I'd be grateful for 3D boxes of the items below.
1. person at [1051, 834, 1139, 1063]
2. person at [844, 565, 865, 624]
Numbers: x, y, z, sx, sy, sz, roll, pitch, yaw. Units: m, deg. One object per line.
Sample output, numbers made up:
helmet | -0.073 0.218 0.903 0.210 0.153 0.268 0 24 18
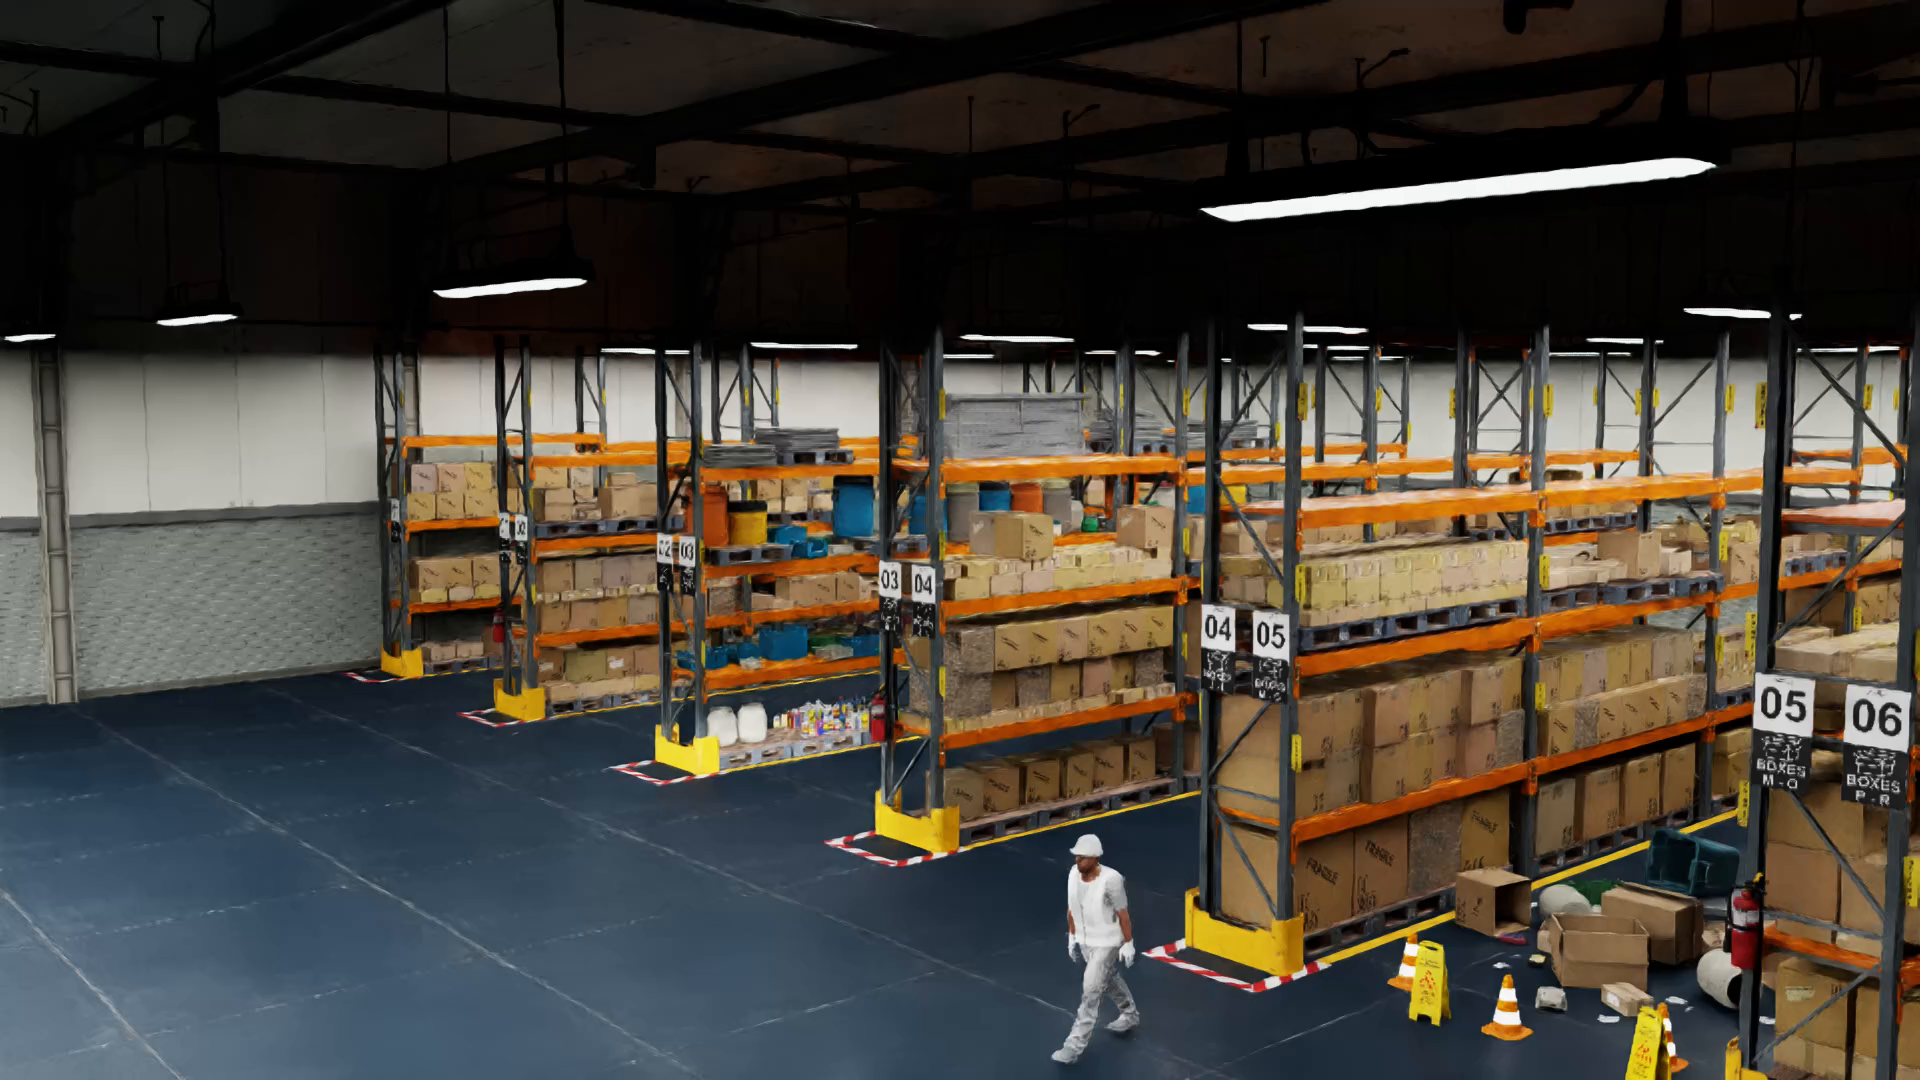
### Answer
person | 1.029 3.122 12.977 1.122 1.706 0.566 -4 7 -38
person | -2.115 1.277 33.932 0.507 1.619 0.598 -5 7 -43
